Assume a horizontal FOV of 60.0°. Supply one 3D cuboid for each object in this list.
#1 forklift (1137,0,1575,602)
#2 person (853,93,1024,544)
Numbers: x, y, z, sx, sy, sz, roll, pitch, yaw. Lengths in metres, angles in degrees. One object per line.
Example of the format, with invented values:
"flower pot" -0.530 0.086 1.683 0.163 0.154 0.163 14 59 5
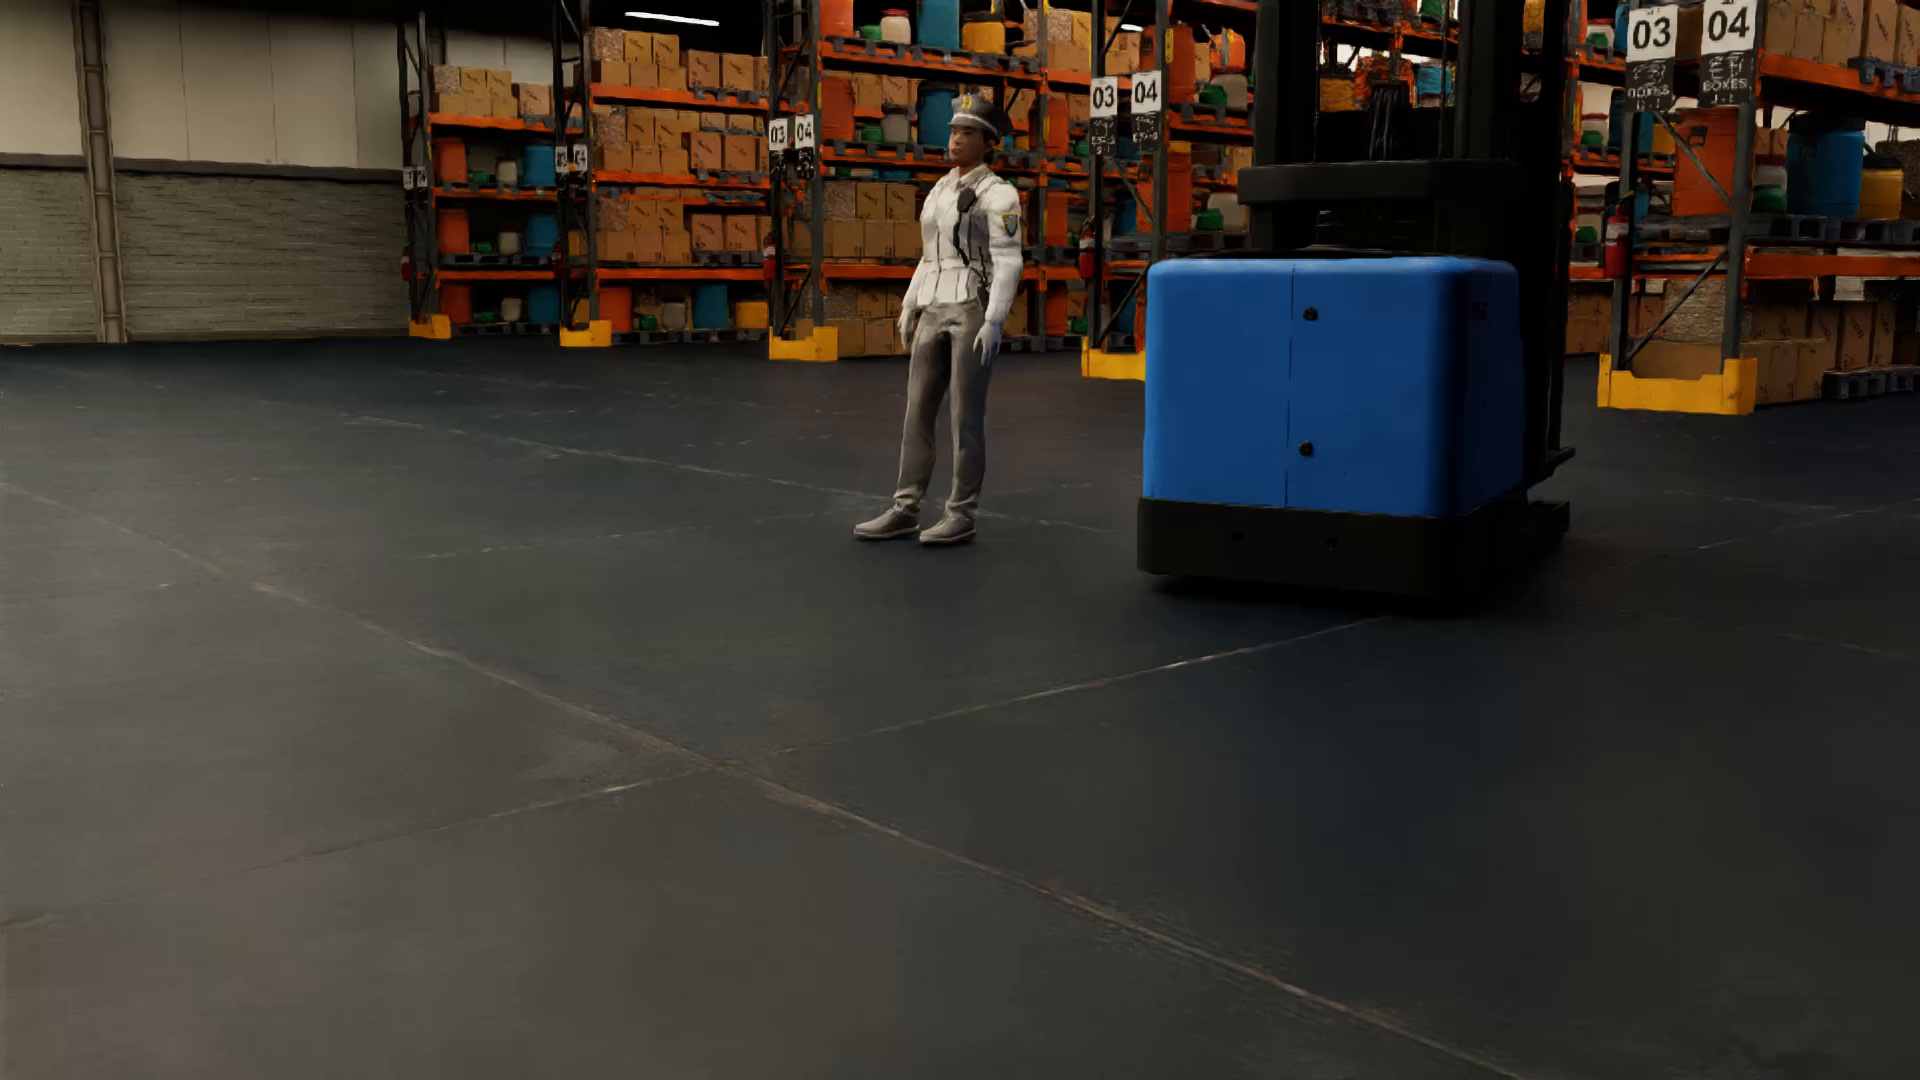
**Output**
"forklift" 1.740 -1.443 6.280 1.130 2.935 3.031 5 10 29
"person" -0.056 -0.839 6.370 0.532 1.695 0.586 -8 12 -40
